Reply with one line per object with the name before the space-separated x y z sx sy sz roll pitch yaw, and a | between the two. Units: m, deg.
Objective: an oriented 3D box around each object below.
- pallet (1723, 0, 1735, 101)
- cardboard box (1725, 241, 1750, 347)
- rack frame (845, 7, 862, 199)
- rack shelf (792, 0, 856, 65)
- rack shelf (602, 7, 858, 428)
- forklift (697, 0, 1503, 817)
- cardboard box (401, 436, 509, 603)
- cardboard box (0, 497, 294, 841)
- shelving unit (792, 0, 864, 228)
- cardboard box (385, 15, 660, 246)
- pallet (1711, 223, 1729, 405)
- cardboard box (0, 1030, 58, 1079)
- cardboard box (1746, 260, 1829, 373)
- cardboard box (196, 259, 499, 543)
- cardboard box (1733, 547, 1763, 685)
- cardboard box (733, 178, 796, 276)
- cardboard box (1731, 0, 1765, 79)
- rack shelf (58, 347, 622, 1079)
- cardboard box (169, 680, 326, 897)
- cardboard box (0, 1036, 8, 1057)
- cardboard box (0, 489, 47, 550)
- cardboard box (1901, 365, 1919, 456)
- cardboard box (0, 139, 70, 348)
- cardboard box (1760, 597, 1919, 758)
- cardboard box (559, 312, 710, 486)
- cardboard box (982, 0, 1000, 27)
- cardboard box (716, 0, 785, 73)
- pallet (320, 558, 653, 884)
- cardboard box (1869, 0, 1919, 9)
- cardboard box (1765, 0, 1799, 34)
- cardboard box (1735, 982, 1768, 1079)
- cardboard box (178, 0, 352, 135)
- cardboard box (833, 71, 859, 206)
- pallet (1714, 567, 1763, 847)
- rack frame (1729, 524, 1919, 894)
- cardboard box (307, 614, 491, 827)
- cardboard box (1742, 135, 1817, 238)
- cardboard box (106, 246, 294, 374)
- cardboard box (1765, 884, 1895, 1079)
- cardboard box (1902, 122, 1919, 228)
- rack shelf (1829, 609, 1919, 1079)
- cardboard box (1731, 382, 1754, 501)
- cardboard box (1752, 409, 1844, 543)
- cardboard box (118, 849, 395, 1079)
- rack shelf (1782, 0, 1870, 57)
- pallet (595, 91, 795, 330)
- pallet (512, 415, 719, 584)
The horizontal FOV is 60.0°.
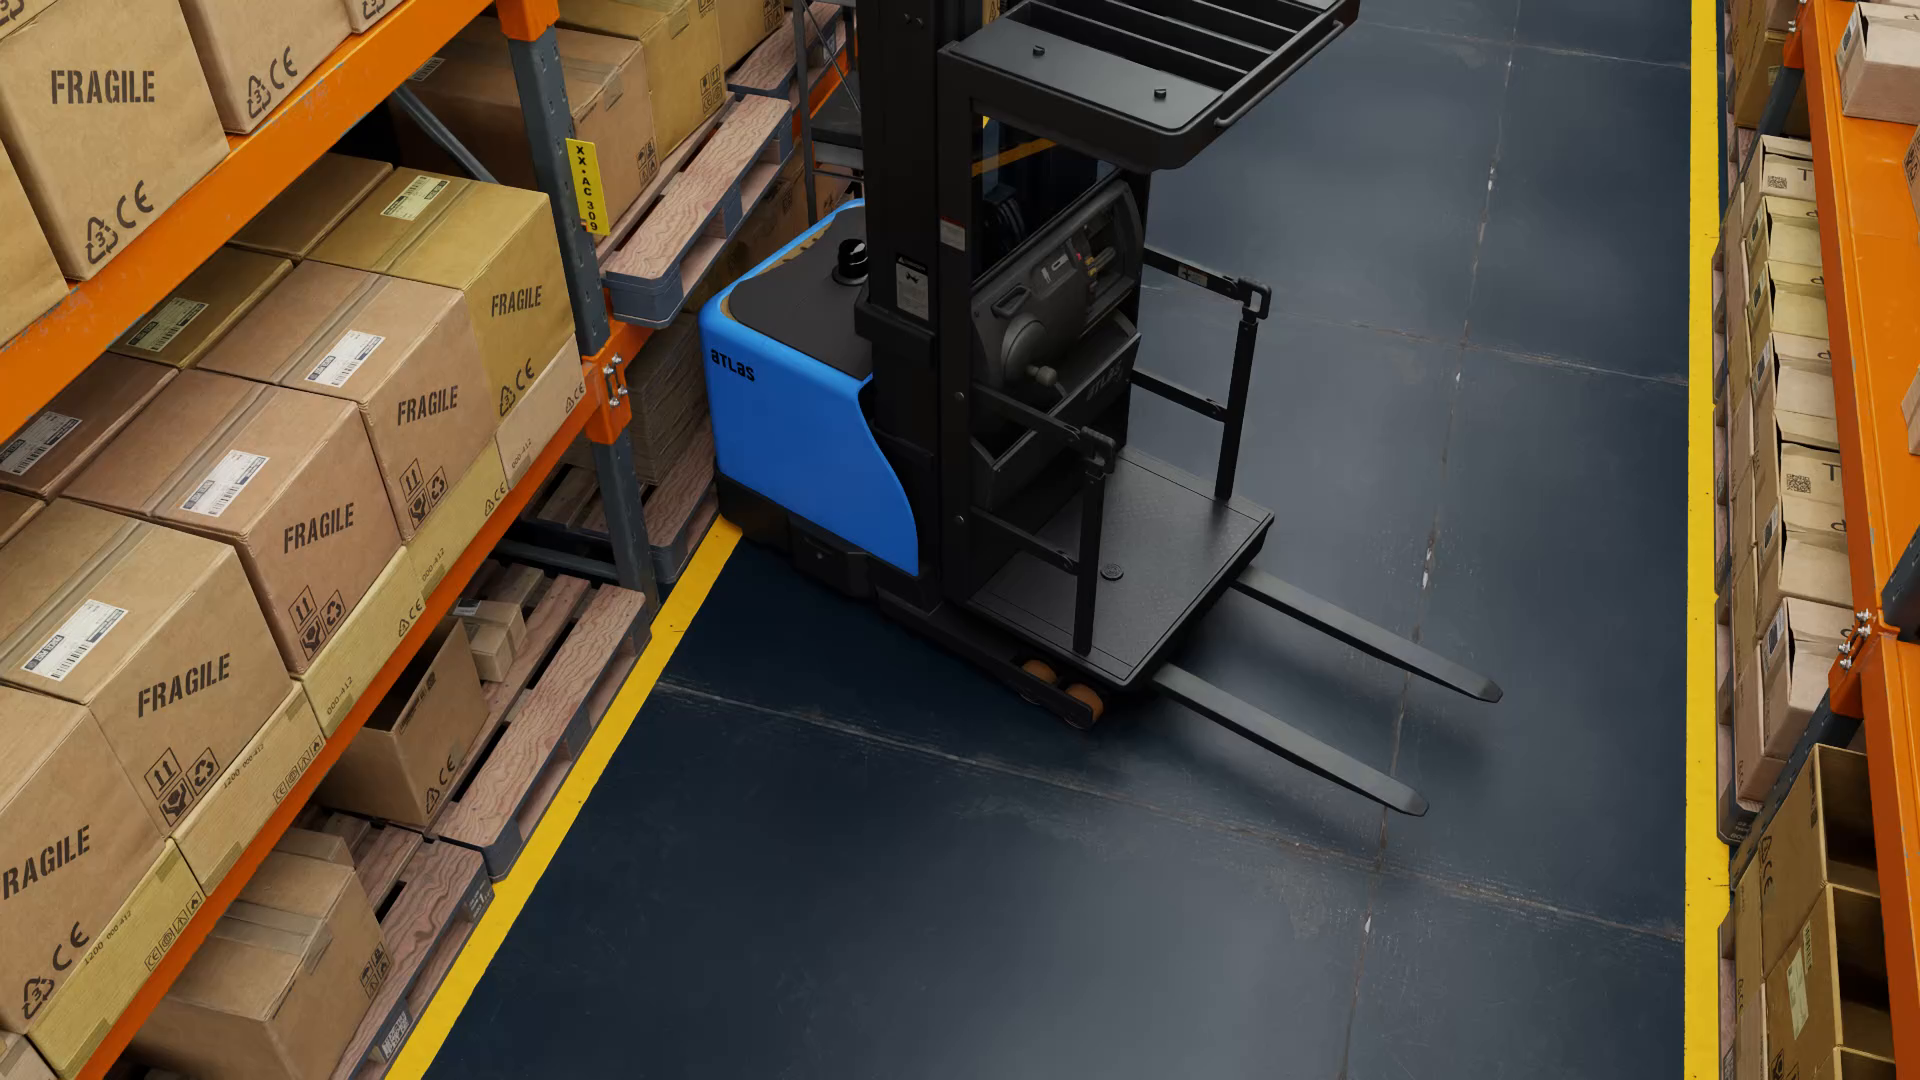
pallet | 4.908 -2.801 9.461 1.003 0.211 1.213 13 46 13
cardboard box | 3.684 -1.042 7.336 0.500 0.250 0.500 11 46 11
rack frame | -0.281 -1.784 7.072 0.400 2.100 0.015 14 46 14
rack shelf | -0.361 -2.114 6.427 0.431 0.518 0.480 14 46 14
rack shelf | -1.054 -1.954 7.116 1.077 0.370 4.000 13 46 13
forklift | 0.505 -0.788 5.460 3.031 2.935 1.130 27 51 25
cardboard box | -1.673 -0.121 4.822 0.500 0.250 0.500 13 46 13
cardboard box | -1.973 0.296 3.860 0.500 0.500 0.500 14 46 14
shelving unit | -0.361 -1.623 6.907 0.431 2.100 0.503 14 46 14
cardboard box | -1.473 -1.403 5.653 0.700 0.500 0.500 13 46 13
pallet | 3.988 -0.960 7.580 1.003 0.211 1.213 13 46 13
cardboard box | -2.277 1.228 3.443 0.500 0.250 0.500 11 45 11
cardboard box | 3.528 -0.887 6.776 0.500 0.311 0.500 11 46 11
cardboard box | -1.653 -0.385 4.555 0.500 0.500 0.500 12 46 12
cardboard box | 3.067 0.327 5.937 0.500 0.250 0.500 12 46 12
cardboard box | -1.151 -1.322 7.429 0.700 0.500 0.500 13 46 13
cardboard box | 4.491 -2.779 8.918 0.500 0.500 0.500 11 45 11
rack shelf | -2.265 0.713 4.391 1.077 0.370 4.000 13 46 13
cardboard box | -1.961 0.553 4.133 0.500 0.250 0.500 13 46 13
cardboard box | -2.280 0.985 3.155 0.500 0.500 0.500 13 46 13
cardboard box | -2.464 0.193 3.965 0.500 0.500 0.500 13 46 13
cardboard box | 3.154 -0.408 5.118 0.396 0.266 0.258 12 46 12
cardboard box | -2.039 -0.555 2.942 0.500 0.500 0.500 15 46 15
cardboard box | 2.912 0.471 5.389 0.500 0.311 0.500 13 46 13
cardboard box | -1.452 -0.636 6.727 0.700 0.500 0.500 14 46 14
cardboard box | -0.100 -3.388 9.304 0.750 0.750 0.750 12 46 12
cardboard box | -1.127 -2.219 6.487 0.700 0.500 0.500 19 47 18
pallet | -1.829 0.574 6.012 1.003 0.211 1.213 13 46 13
cardboard box | 4.123 -2.232 6.950 0.500 0.311 0.500 15 46 15
cardboard box | 4.347 -2.740 8.342 0.500 0.250 0.500 14 46 14
cardboard box | 2.477 1.579 4.657 0.500 0.250 0.500 13 46 13
cardboard box | -1.742 -1.269 3.672 0.500 0.500 0.500 9 45 9
cardboard box | -0.883 -1.998 8.120 0.700 0.500 0.500 12 46 12
pallet | 3.249 0.666 5.918 1.003 0.211 1.213 13 46 13
rack frame | 3.063 0.169 4.432 1.000 3.000 0.127 13 46 13
cardboard box | -1.935 0.559 5.507 0.500 0.500 0.500 9 45 9
cardboard box | 3.836 -1.578 7.483 0.500 0.311 0.500 14 46 14
cardboard box | -2.161 -0.486 4.659 0.500 0.500 0.500 12 46 12
cardboard box | 2.480 1.312 4.395 0.500 0.500 0.500 13 46 13
cardboard box | 3.782 -1.411 5.976 0.500 0.500 0.500 10 45 10
rack shelf | 2.457 1.759 3.322 1.077 0.370 4.000 13 46 13
cardboard box | 3.377 -0.353 6.631 0.500 0.250 0.500 13 46 13
cardboard box | 3.217 -0.210 6.084 0.500 0.311 0.500 12 46 12
cardboard box | -2.133 1.224 4.827 0.700 0.500 0.500 10 45 10
rack shelf | 4.880 -3.573 8.771 1.077 0.370 4.000 13 46 13
pallet | -1.289 -1.288 6.058 1.003 0.211 1.213 13 46 13
pallet | -1.425 -0.400 7.008 1.003 0.211 1.213 13 46 13
